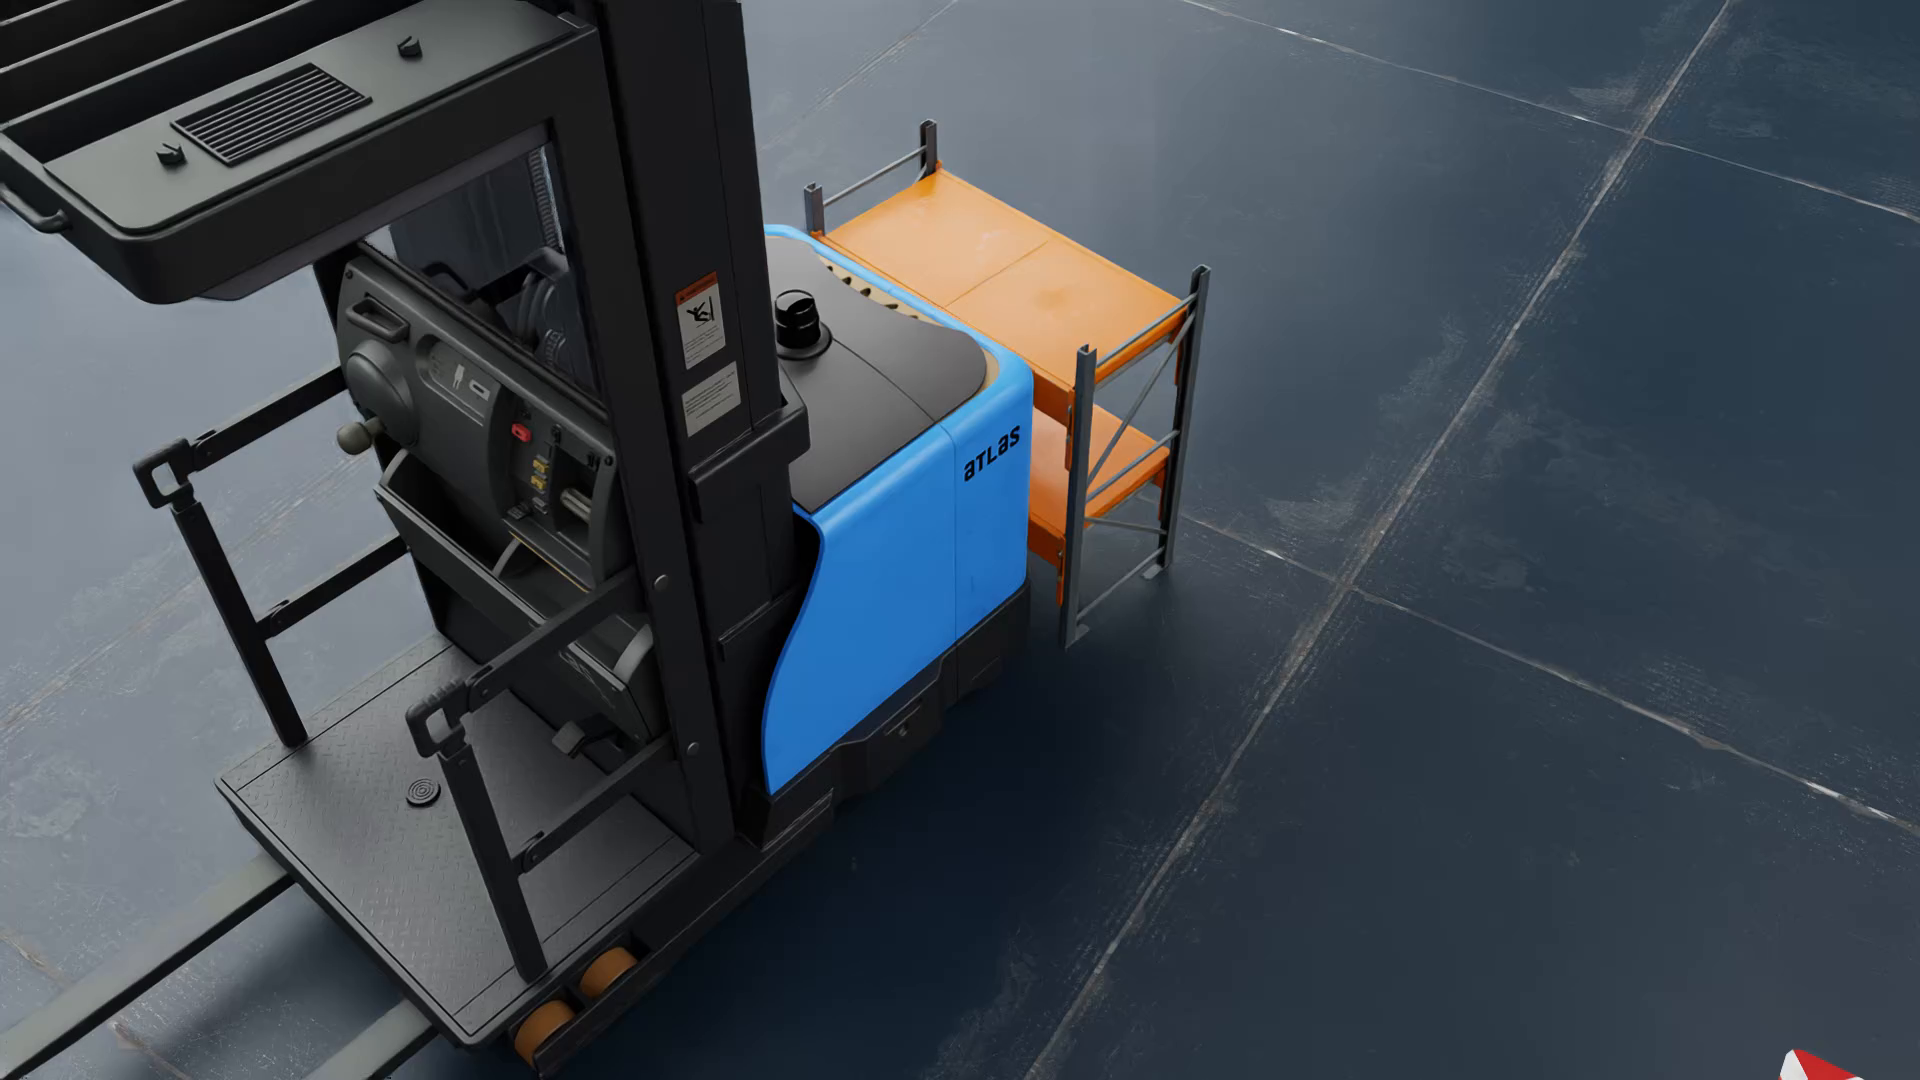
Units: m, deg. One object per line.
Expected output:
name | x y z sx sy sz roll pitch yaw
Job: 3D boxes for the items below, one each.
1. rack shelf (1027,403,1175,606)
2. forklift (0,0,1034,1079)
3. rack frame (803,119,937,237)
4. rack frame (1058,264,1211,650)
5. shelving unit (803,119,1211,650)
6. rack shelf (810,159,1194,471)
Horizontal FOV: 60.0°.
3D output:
rack shelf | 0.112 -0.286 5.085 1.000 0.278 0.538 35 55 29
forklift | -1.160 -0.166 3.367 1.130 2.935 3.031 33 54 28
rack frame | -0.252 -0.711 5.157 0.032 1.125 0.500 35 55 29
rack frame | 0.476 -0.202 4.662 0.032 1.125 0.500 35 55 29
shelving unit | 0.112 -0.457 4.909 1.048 1.125 0.538 35 55 29
rack shelf | 0.112 -0.661 4.699 1.000 0.278 0.538 35 55 29
